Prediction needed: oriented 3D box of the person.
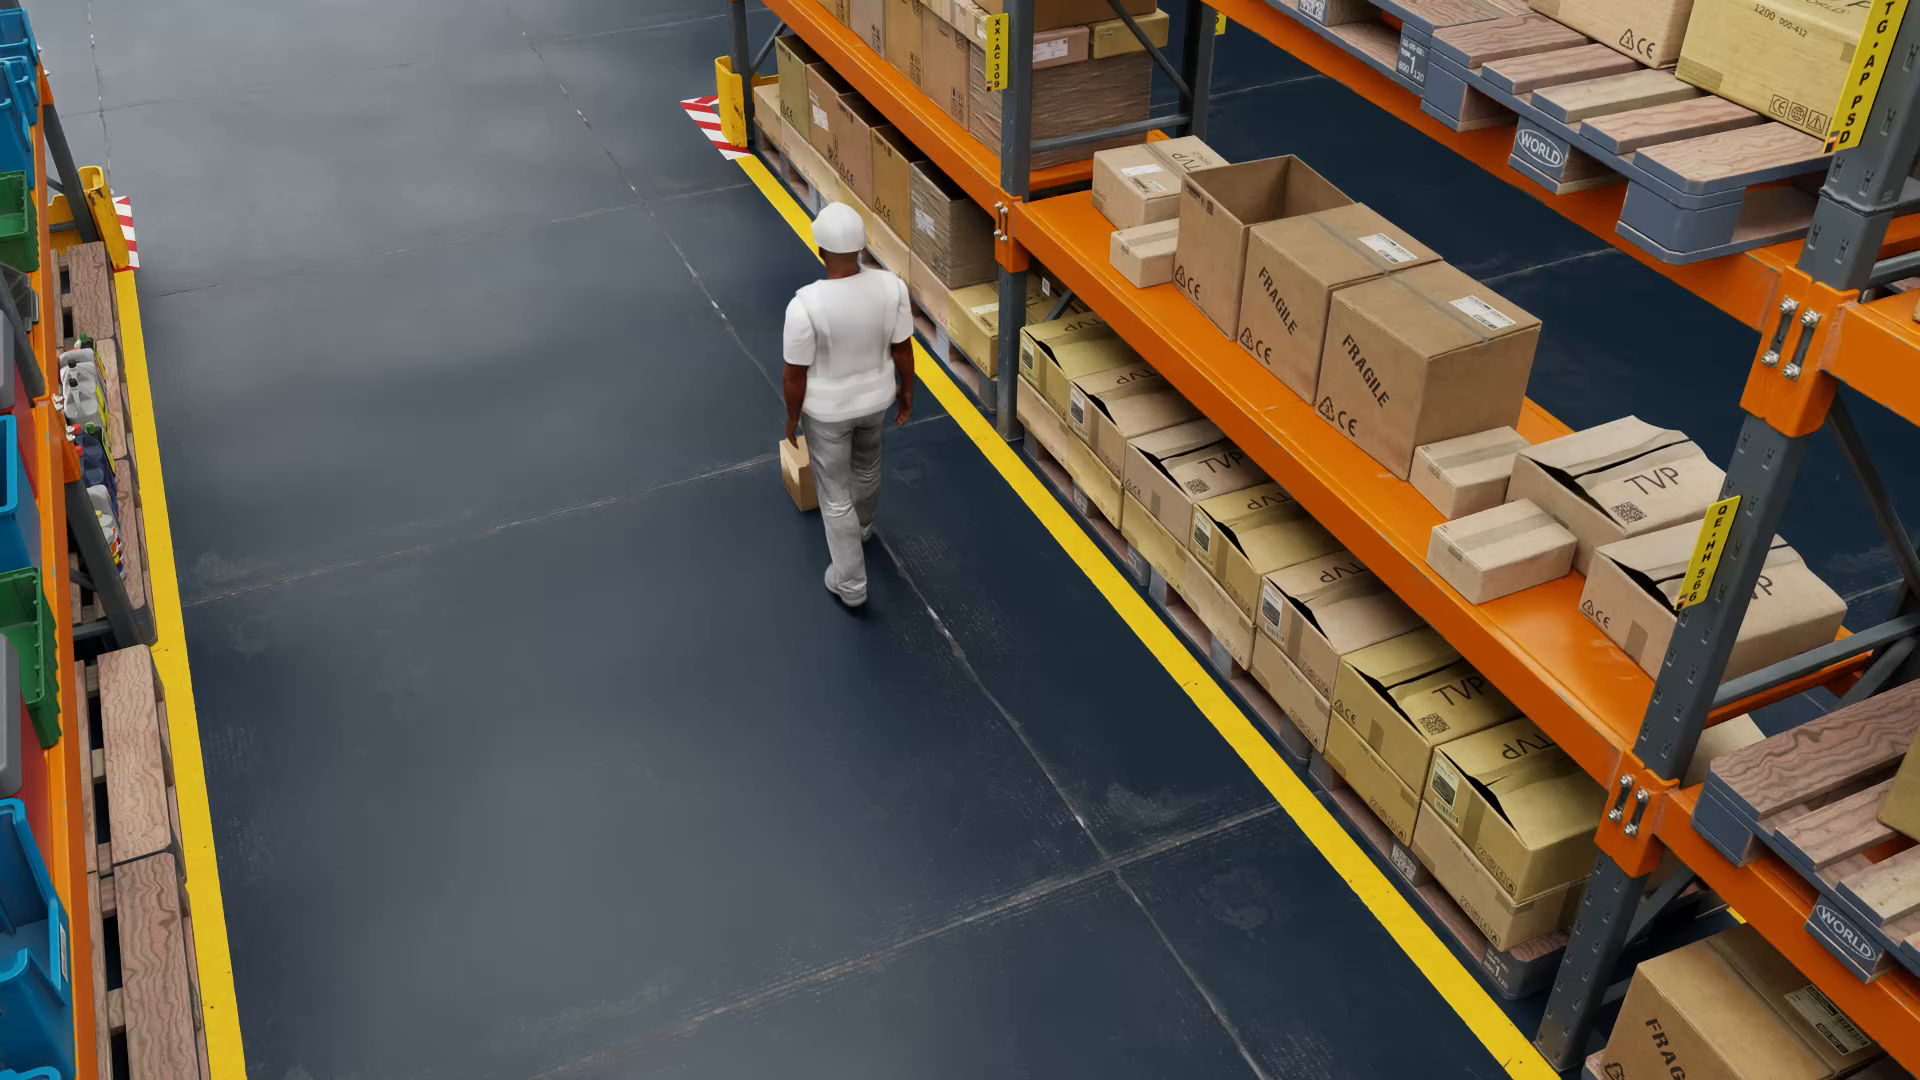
[{"bbox_3d":[-0.499,-0.614,6.943,0.571,1.764,0.753,-18,41,-22],"label":"person"}]
